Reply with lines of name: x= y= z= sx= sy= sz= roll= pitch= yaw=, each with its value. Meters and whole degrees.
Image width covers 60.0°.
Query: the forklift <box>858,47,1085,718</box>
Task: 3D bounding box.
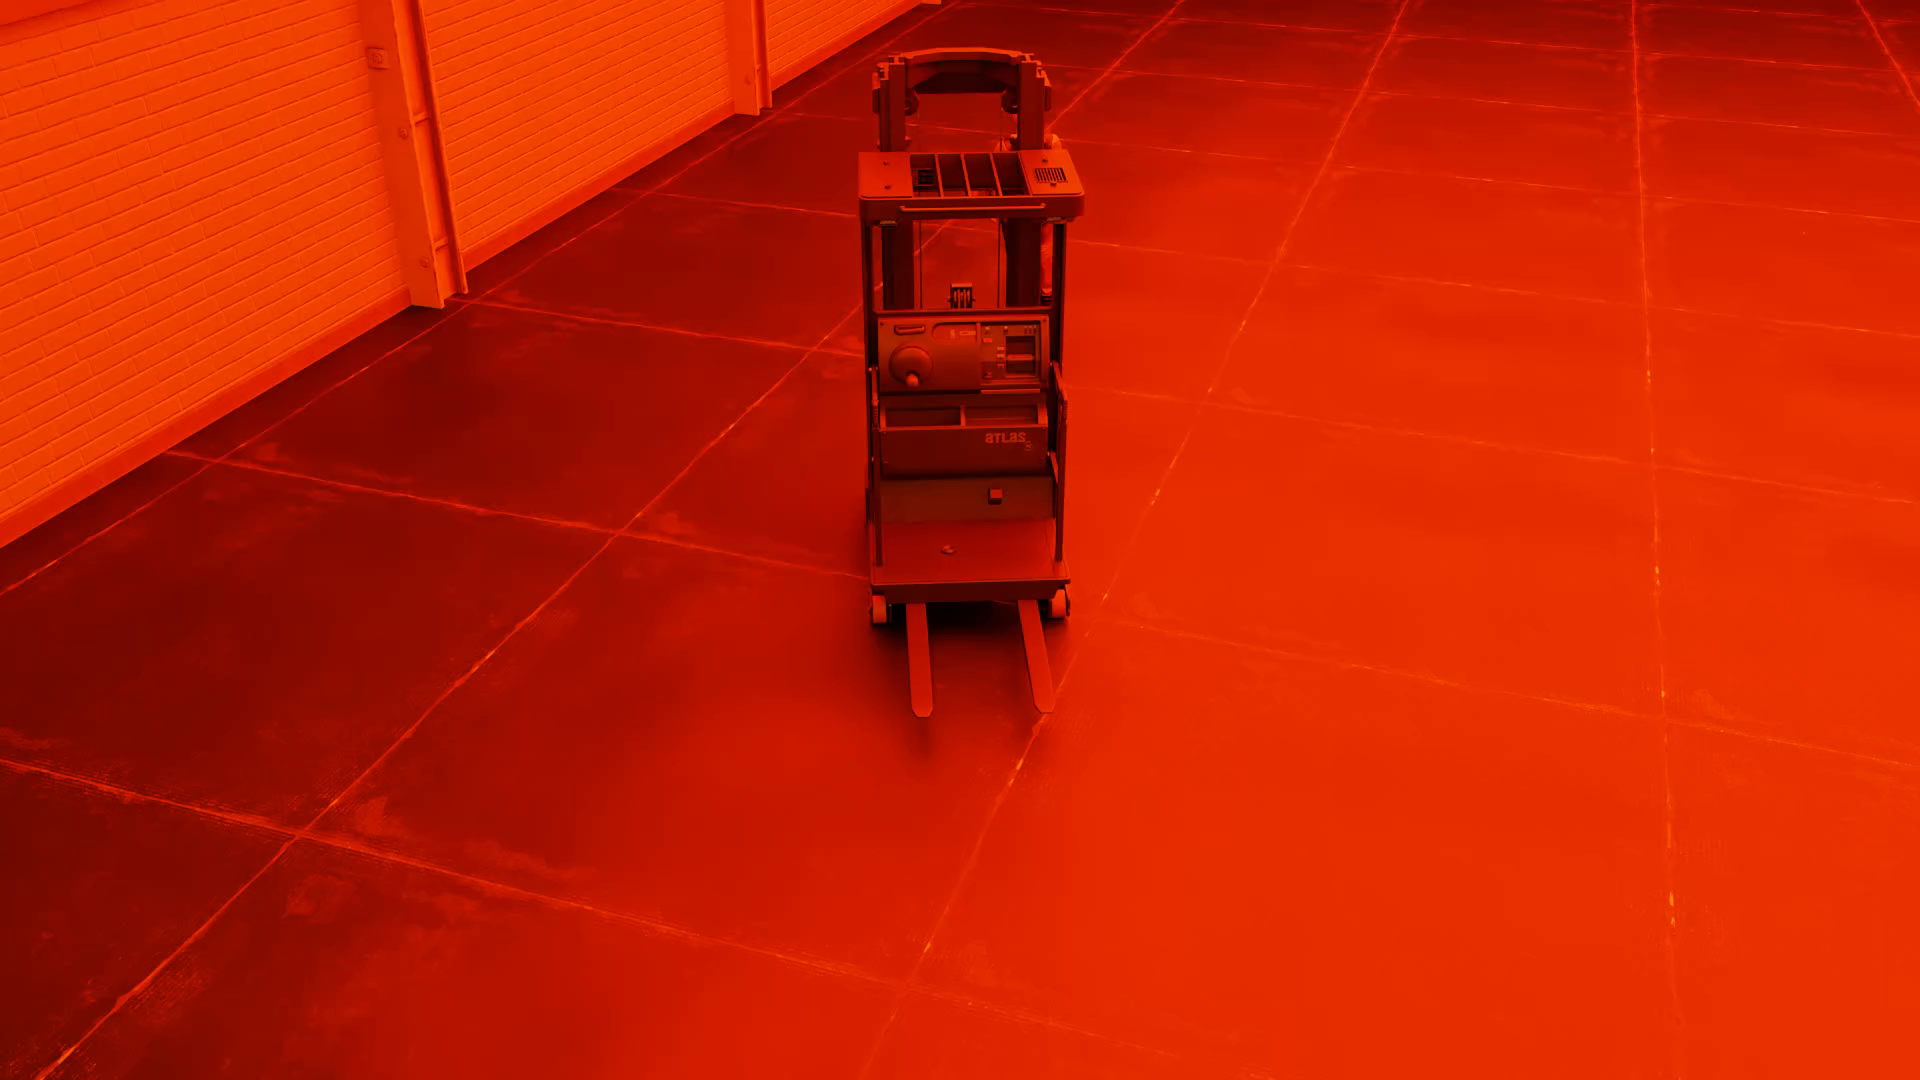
forklift: x=0.035 y=-0.972 z=8.842 sx=1.130 sy=2.935 sz=3.031 roll=-2 pitch=30 yaw=-3

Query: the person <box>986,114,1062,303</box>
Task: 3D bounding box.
person: x=0.499 y=-2.614 z=12.930 sx=0.633 sy=1.718 sz=0.578 roll=-6 pitch=30 yaw=-11
